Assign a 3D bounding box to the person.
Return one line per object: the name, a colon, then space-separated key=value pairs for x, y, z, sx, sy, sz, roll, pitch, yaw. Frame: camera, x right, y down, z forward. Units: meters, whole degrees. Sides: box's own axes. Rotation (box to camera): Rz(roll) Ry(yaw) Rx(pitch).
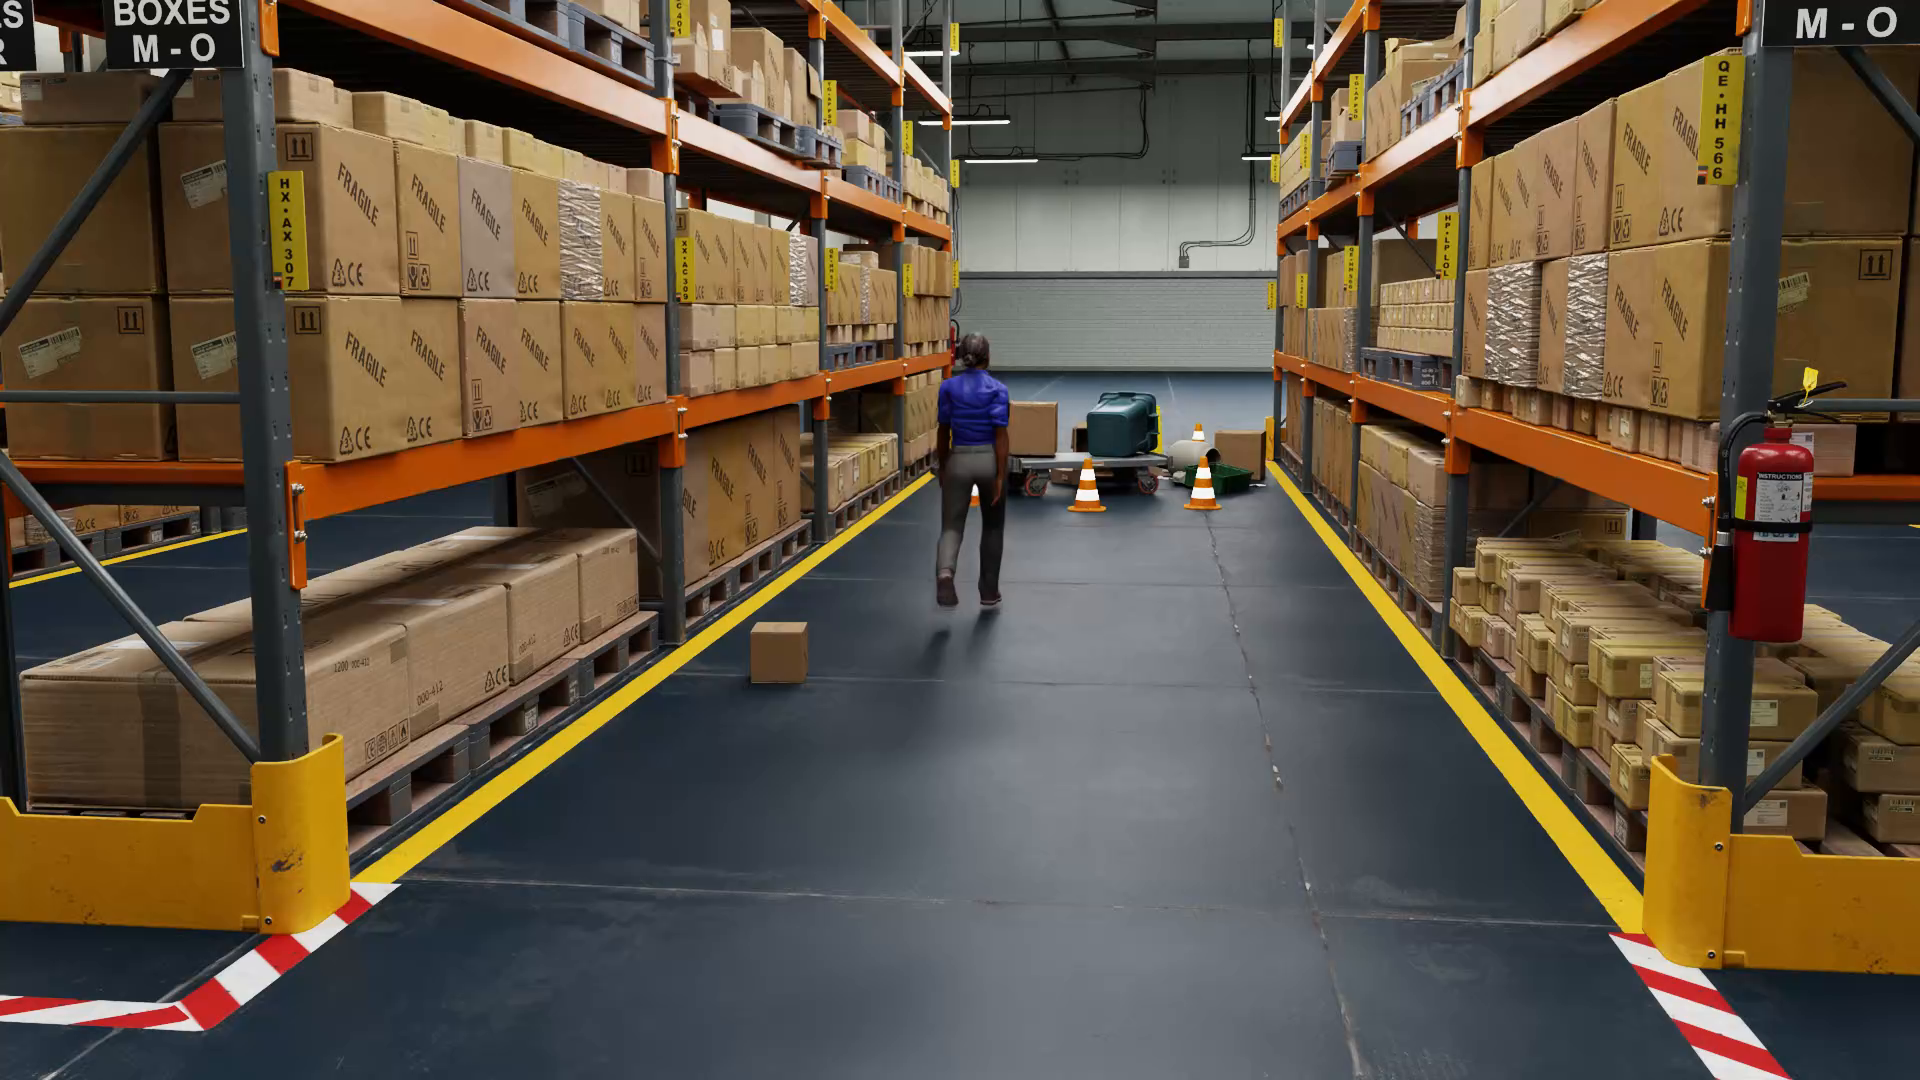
person: x=0.071 y=-0.390 z=9.621 sx=0.441 sy=1.611 sz=0.854 roll=1 pitch=8 yaw=7
